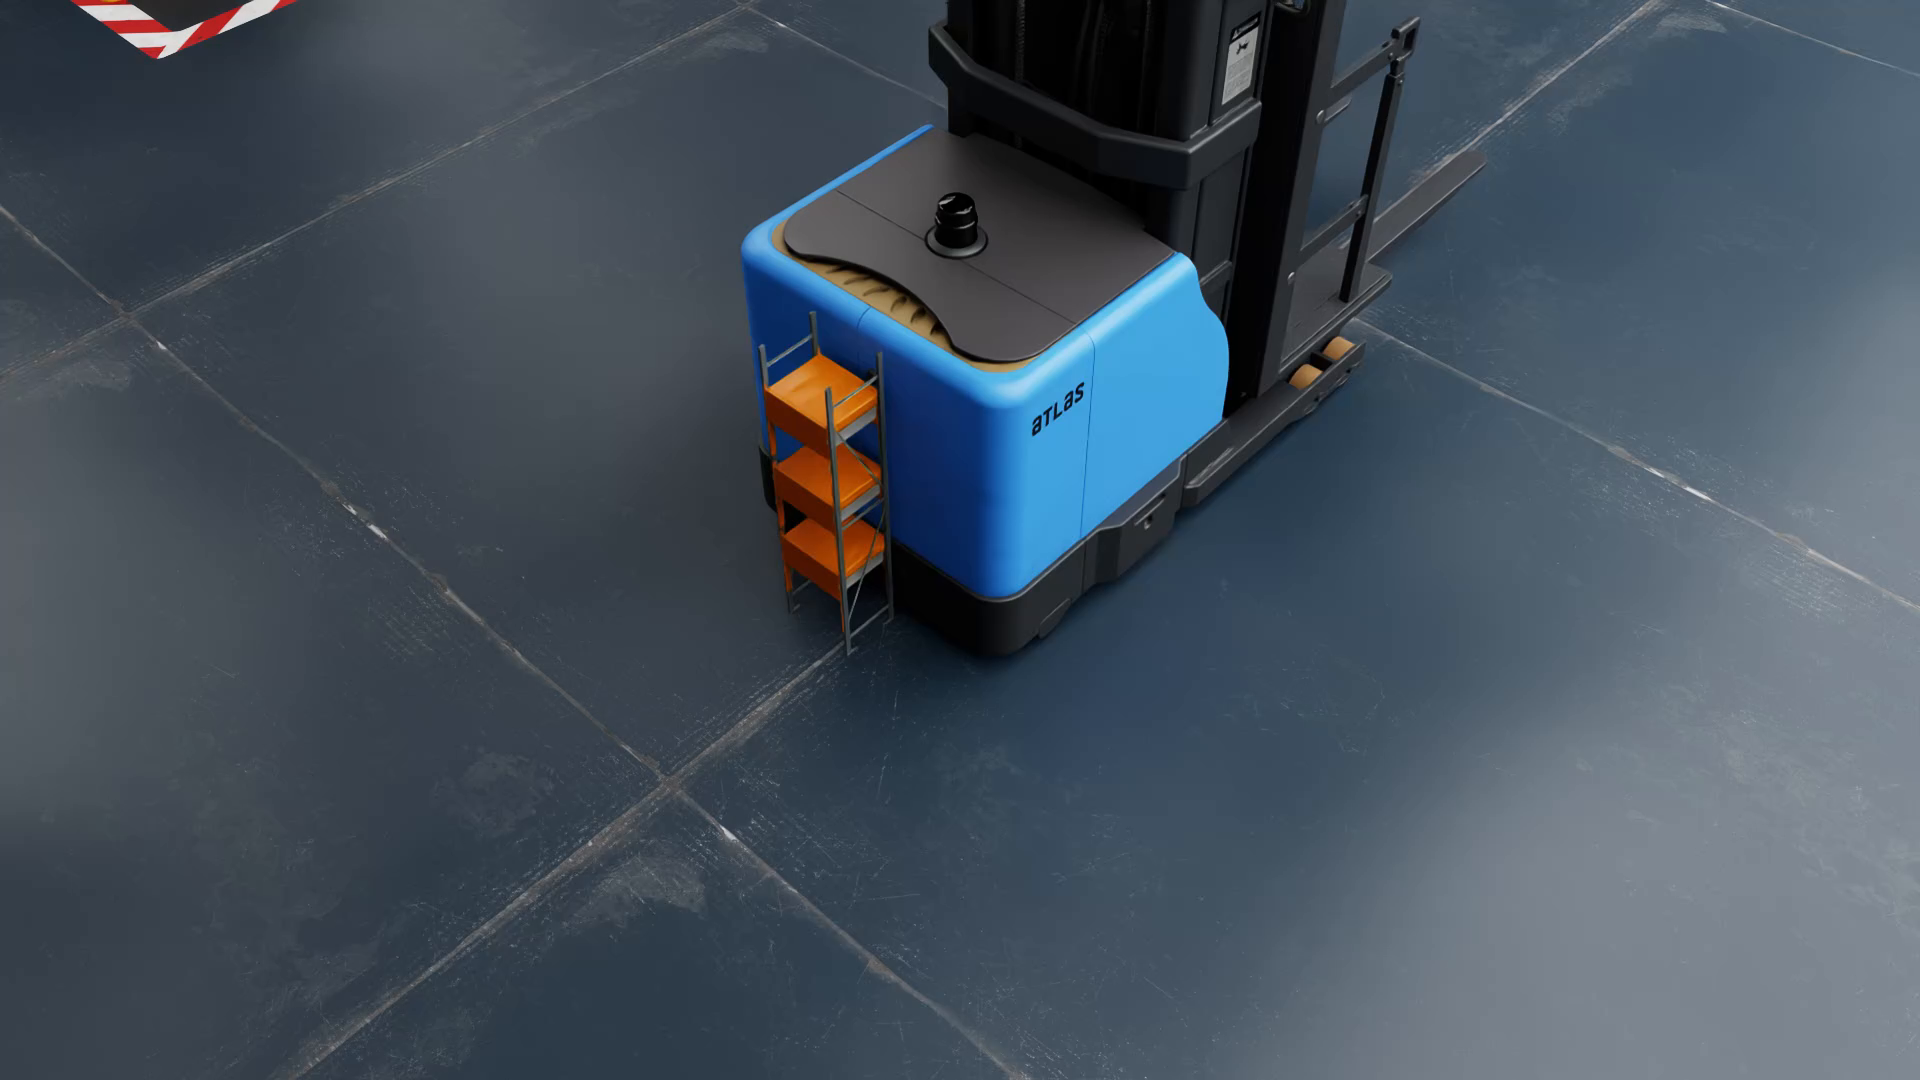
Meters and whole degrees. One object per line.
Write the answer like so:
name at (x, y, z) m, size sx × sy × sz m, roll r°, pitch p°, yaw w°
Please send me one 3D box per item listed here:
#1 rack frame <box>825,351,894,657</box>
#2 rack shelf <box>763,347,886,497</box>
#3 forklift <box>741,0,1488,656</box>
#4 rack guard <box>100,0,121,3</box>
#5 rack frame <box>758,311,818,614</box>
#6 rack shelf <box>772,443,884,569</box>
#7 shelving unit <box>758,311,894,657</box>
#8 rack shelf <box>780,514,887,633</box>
rack frame at (-0.269, -0.070, 4.595) m, size 0.008 × 1.050 × 0.200 m, roll 34°, pitch 55°, yaw 27°
rack shelf at (-0.360, -0.316, 4.452) m, size 0.240 × 0.259 × 0.215 m, roll 34°, pitch 55°, yaw 27°
forklift at (0.741, -1.658, 4.796) m, size 1.130 × 2.935 × 3.031 m, roll 34°, pitch 55°, yaw 27°
rack guard at (-3.584, -2.985, 7.710) m, size 0.348 × 0.500 × 1.175 m, roll 34°, pitch 55°, yaw 28°
rack frame at (-0.450, -0.189, 4.707) m, size 0.008 × 1.050 × 0.200 m, roll 34°, pitch 55°, yaw 27°
rack shelf at (-0.359, -0.122, 4.659) m, size 0.240 × 0.259 × 0.215 m, roll 34°, pitch 55°, yaw 27°
shelving unit at (-0.359, -0.129, 4.651) m, size 0.252 × 1.050 × 0.215 m, roll 34°, pitch 55°, yaw 27°
rack shelf at (-0.359, 0.068, 4.862) m, size 0.240 × 0.259 × 0.215 m, roll 34°, pitch 55°, yaw 27°
